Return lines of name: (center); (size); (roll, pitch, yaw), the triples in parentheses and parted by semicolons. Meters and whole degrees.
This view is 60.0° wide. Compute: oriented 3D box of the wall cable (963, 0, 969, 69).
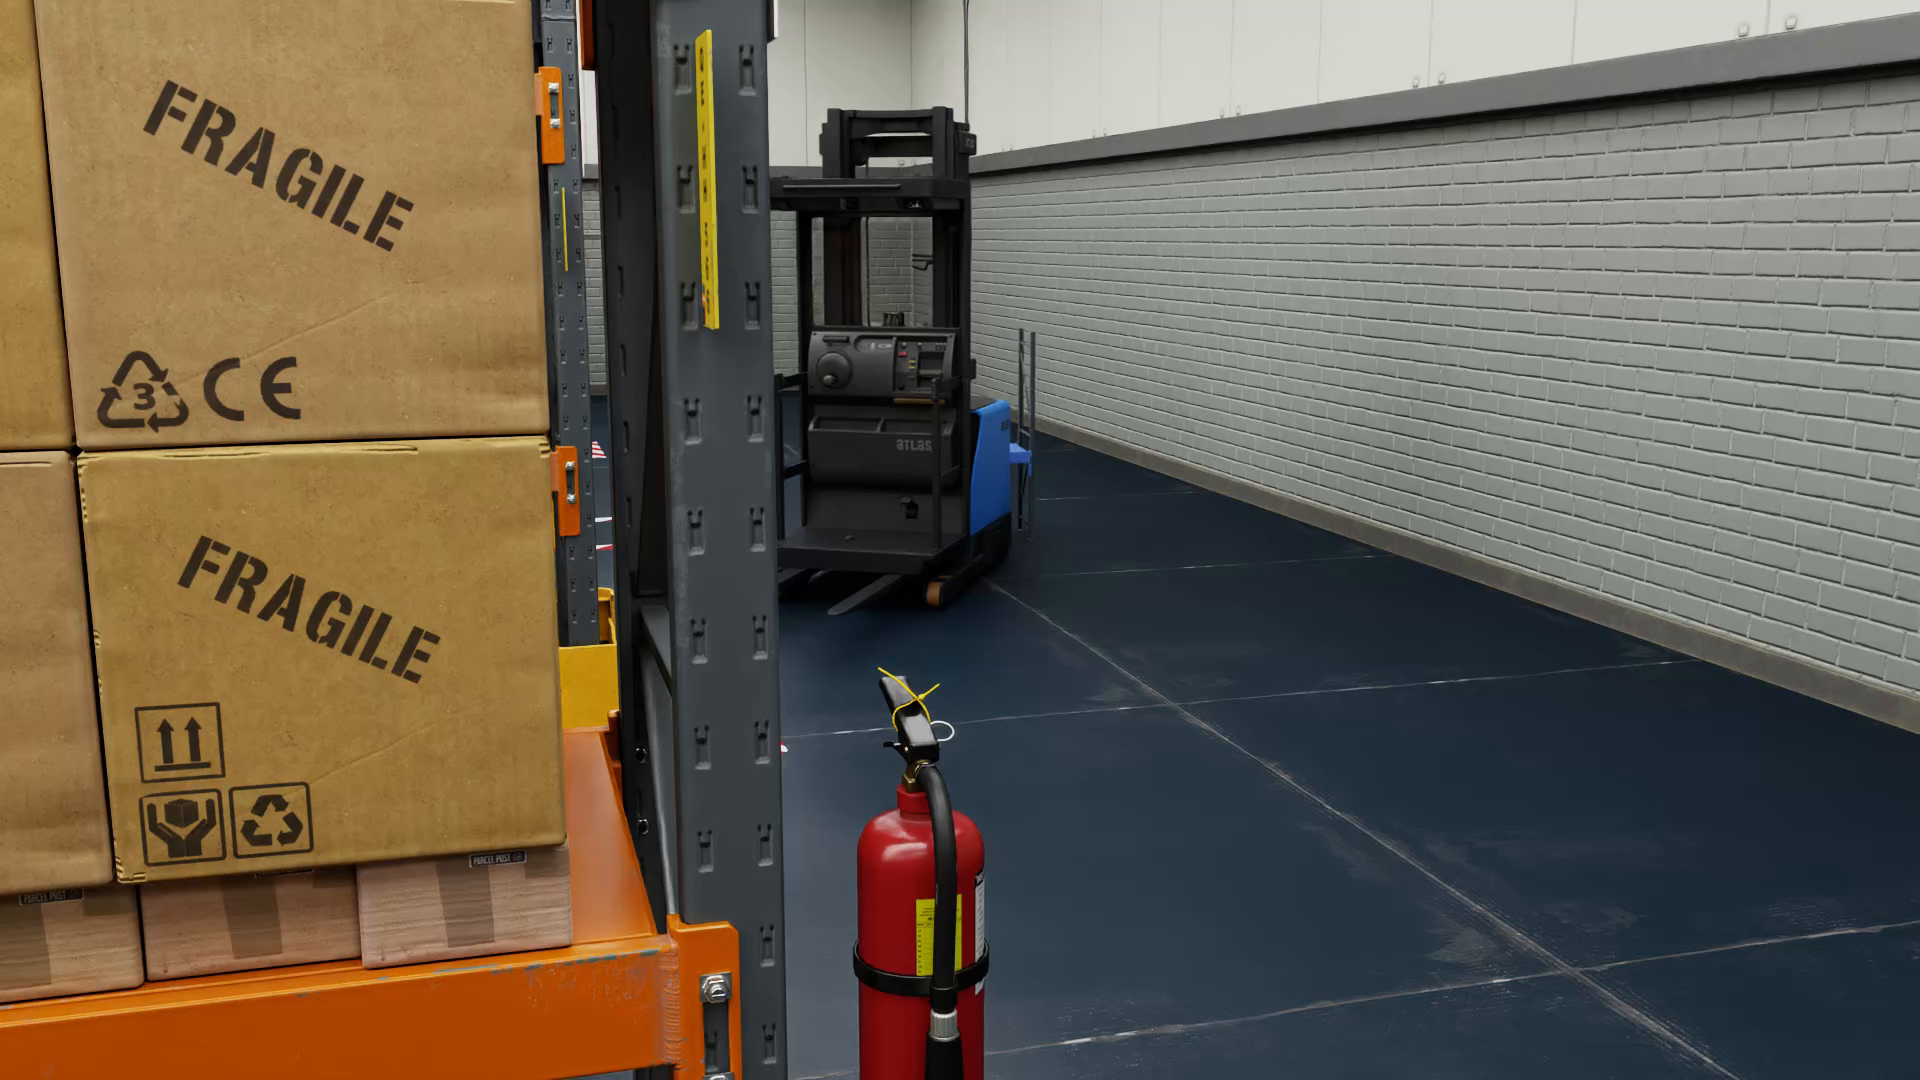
wall cable: (0.421, -6.888, 19.236); (0.112, 2.526, 3.097); (-3, 11, -16)

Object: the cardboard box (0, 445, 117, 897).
cardboard box: (-1.278, 0.120, 2.010); (0.500, 0.500, 0.500); (-3, 11, -17)

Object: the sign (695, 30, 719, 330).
sign: (-0.287, -0.404, 1.887); (0.005, 0.325, 0.100); (-3, 11, -16)

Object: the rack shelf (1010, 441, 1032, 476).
rack shelf: (-0.021, -0.583, 12.062); (1.000, 0.185, 0.538); (-2, 11, -8)

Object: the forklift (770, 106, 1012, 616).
forklift: (-0.540, -1.112, 9.992); (1.130, 2.935, 3.031); (3, 11, 16)

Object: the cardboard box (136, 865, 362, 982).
cardboard box: (-0.906, 0.418, 2.183); (0.250, 0.149, 0.380); (-3, 11, -16)

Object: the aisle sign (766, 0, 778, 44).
aisle sign: (-0.269, -1.007, 2.051); (0.004, 0.787, 0.394); (-3, 11, -16)

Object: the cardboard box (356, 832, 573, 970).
cardboard box: (-0.657, 0.412, 2.216); (0.250, 0.149, 0.380); (-3, 11, -16)

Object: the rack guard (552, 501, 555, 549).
rack guard: (-3.077, -0.279, 12.183); (0.348, 0.500, 1.175); (-3, 11, -16)

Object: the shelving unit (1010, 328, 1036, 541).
shelving unit: (-0.021, -0.759, 12.030); (1.048, 1.500, 0.538); (-2, 11, -8)

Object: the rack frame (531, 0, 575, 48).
rack frame: (-1.712, -3.595, 6.718); (0.127, 3.000, 1.000); (-3, 11, -16)

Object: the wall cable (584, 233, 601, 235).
wall cable: (-4.901, -3.956, 22.446); (1.851, 1.984, 0.084); (-3, 11, -16)

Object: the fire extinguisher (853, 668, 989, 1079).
fire extinguisher: (-0.052, 0.512, 2.224); (0.183, 0.674, 0.296); (-3, 11, -16)

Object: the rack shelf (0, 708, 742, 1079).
rack shelf: (-2.343, 0.678, 2.065); (4.000, 0.370, 1.077); (-3, 11, -16)

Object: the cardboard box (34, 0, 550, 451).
cardboard box: (-0.793, -0.398, 2.062); (0.500, 0.500, 0.500); (-3, 11, -17)

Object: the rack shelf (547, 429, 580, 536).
rack shelf: (-3.632, -0.189, 6.776); (4.000, 0.370, 1.077); (-3, 11, -16)

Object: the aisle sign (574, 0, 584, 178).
aisle sign: (-1.559, -1.874, 6.762); (0.004, 0.787, 0.394); (-3, 11, -16)

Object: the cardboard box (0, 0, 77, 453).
cardboard box: (-1.279, -0.372, 1.923); (0.500, 0.500, 0.500); (-3, 11, -18)

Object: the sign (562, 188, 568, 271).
sign: (-1.574, -1.235, 6.618); (0.005, 0.325, 0.100); (-3, 11, -16)

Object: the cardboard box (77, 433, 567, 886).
cardboard box: (-0.782, 0.095, 2.147); (0.500, 0.500, 0.500); (-3, 11, -15)

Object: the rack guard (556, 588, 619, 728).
rack guard: (-1.689, 0.584, 7.494); (0.348, 0.500, 1.175); (-3, 11, -16)

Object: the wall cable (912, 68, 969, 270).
wall cable: (-0.335, -4.875, 22.248); (0.112, 2.526, 3.097); (-3, 11, -16)

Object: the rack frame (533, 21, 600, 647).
rack frame: (-1.712, -0.644, 7.261); (0.127, 3.000, 1.000); (-3, 11, -16)

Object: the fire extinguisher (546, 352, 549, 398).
fire extinguisher: (-2.825, -1.212, 11.591); (0.183, 0.674, 0.296); (-3, 11, -16)

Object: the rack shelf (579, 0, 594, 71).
rack shelf: (-2.343, -0.797, 1.793); (4.000, 0.370, 1.077); (-3, 11, -16)

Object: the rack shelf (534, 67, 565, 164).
rack shelf: (-3.632, -1.664, 6.505); (4.000, 0.370, 1.077); (-3, 11, -16)

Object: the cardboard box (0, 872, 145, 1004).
cardboard box: (-1.143, 0.434, 2.100); (0.250, 0.149, 0.380); (-3, 11, -17)

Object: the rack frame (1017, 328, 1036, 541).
rack frame: (0.482, -0.773, 12.103); (0.032, 1.500, 0.500); (-2, 11, -8)
